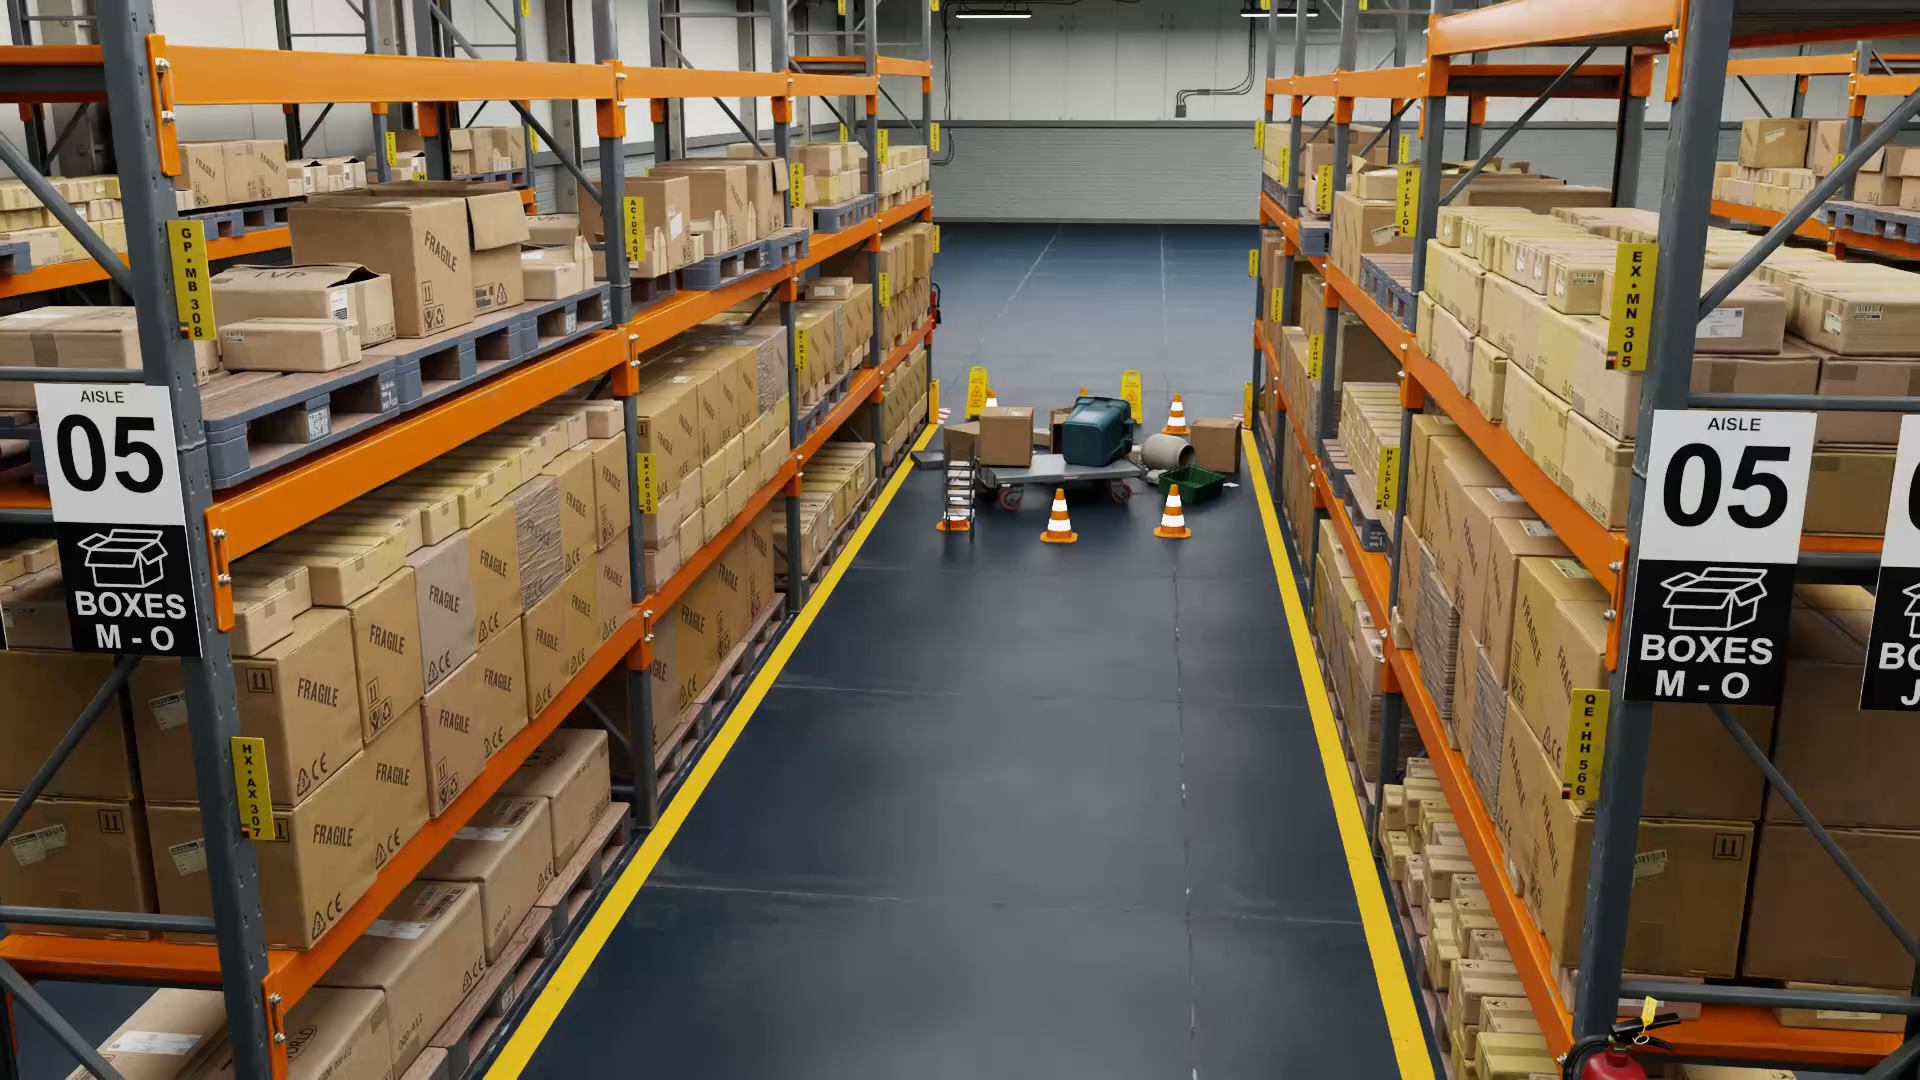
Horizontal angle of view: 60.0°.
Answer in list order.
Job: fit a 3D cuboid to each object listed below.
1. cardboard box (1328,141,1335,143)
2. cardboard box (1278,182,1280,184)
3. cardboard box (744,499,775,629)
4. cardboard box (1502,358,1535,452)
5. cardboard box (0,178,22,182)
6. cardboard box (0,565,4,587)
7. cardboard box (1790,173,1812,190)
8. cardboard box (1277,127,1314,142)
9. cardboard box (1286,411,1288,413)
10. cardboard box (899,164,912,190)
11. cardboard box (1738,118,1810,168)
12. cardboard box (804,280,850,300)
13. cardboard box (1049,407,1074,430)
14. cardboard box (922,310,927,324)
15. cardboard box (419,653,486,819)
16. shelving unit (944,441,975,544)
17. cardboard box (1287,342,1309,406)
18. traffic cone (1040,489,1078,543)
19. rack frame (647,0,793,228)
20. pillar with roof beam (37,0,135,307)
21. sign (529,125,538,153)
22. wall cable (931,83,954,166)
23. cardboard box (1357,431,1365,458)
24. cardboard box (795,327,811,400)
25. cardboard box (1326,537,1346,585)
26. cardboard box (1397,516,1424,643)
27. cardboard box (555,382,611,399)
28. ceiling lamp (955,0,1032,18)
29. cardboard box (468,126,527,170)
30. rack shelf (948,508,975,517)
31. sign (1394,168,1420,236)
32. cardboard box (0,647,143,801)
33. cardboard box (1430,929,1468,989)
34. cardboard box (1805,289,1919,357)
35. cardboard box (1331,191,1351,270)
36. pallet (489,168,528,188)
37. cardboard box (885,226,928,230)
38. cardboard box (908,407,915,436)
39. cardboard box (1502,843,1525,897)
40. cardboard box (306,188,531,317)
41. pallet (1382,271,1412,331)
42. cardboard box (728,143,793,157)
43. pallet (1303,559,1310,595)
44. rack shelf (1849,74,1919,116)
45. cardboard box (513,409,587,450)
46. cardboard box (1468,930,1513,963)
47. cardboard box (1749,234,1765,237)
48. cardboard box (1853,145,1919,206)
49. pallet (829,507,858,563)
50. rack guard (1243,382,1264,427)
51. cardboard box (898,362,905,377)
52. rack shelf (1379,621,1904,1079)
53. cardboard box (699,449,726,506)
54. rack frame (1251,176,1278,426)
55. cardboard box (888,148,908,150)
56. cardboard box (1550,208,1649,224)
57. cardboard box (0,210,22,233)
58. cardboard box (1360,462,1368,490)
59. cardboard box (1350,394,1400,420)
[{"bbox_3d":[4.130,-4.095,17.622,0.500,0.250,0.500,2,15,7],"label":"cardboard box"},{"bbox_3d":[3.436,-3.693,16.901,0.380,0.149,0.250,2,15,6],"label":"cardboard box"},{"bbox_3d":[-1.914,0.105,12.383,0.875,0.875,0.875,2,15,6],"label":"cardboard box"},{"bbox_3d":[2.182,-0.463,5.756,0.500,0.250,0.500,2,15,9],"label":"cardboard box"},{"bbox_3d":[-7.059,-2.600,12.325,0.380,0.149,0.250,2,15,7],"label":"cardboard box"},{"bbox_3d":[-6.747,0.262,11.275,0.380,0.149,0.250,2,15,8],"label":"cardboard box"},{"bbox_3d":[8.363,-3.508,16.254,0.380,0.149,0.250,1,15,5],"label":"cardboard box"},{"bbox_3d":[3.496,-4.207,17.274,0.380,0.149,0.250,2,15,6],"label":"cardboard box"},{"bbox_3d":[3.769,-1.151,17.026,0.875,0.875,0.875,2,15,7],"label":"cardboard box"},{"bbox_3d":[-0.807,-3.952,18.091,0.500,0.250,0.500,2,15,7],"label":"cardboard box"},{"bbox_3d":[8.560,-4.182,17.504,0.500,0.500,0.500,2,15,6],"label":"cardboard box"},{"bbox_3d":[-1.202,-2.263,15.064,0.380,0.149,0.250,1,15,4],"label":"cardboard box"},{"bbox_3d":[1.467,-1.235,18.852,0.797,0.503,0.637,-10,18,-32],"label":"cardboard box"},{"bbox_3d":[-0.598,-2.676,19.883,0.380,0.149,0.250,2,15,6],"label":"cardboard box"},{"bbox_3d":[-2.212,0.752,6.531,0.500,0.500,0.500,2,15,6],"label":"cardboard box"},{"bbox_3d":[-0.001,-0.432,15.125,0.258,0.900,0.210,2,15,6],"label":"shelving unit"},{"bbox_3d":[3.186,-1.472,14.756,0.500,0.500,0.500,2,15,6],"label":"cardboard box"},{"bbox_3d":[0.910,-0.240,15.253,0.336,0.463,0.334,2,15,6],"label":"traffic cone"},{"bbox_3d":[-1.753,-3.791,12.031,1.000,3.000,0.127,2,15,6],"label":"rack frame"},{"bbox_3d":[-3.156,-4.174,13.448,9.100,9.000,0.400,2,15,6],"label":"pillar with roof beam"},{"bbox_3d":[-5.245,-4.933,20.455,0.100,0.325,0.005,2,15,6],"label":"sign"},{"bbox_3d":[-1.725,-12.864,51.533,3.097,2.526,0.112,2,15,6],"label":"wall cable"},{"bbox_3d":[2.810,-0.611,10.871,0.380,0.149,0.250,2,15,6],"label":"cardboard box"},{"bbox_3d":[-1.472,-1.400,13.114,0.500,0.500,0.500,1,15,5],"label":"cardboard box"},{"bbox_3d":[2.801,0.170,11.424,0.500,0.250,0.500,2,15,6],"label":"cardboard box"},{"bbox_3d":[2.419,0.191,8.035,0.500,0.500,0.500,1,15,5],"label":"cardboard box"},{"bbox_3d":[-2.352,-0.646,9.787,0.500,0.500,0.500,2,15,7],"label":"cardboard box"},{"bbox_3d":[0.911,-15.314,43.461,2.000,3.185,0.800,2,15,6],"label":"ceiling lamp"},{"bbox_3d":[-5.591,-4.741,20.101,0.500,0.500,0.500,2,15,8],"label":"cardboard box"},{"bbox_3d":[-0.001,-0.226,15.180,0.258,0.077,0.200,2,15,6],"label":"rack shelf"},{"bbox_3d":[2.174,-1.641,8.081,0.100,0.325,0.005,2,15,6],"label":"sign"},{"bbox_3d":[-2.838,0.517,5.485,0.500,0.500,0.500,2,15,8],"label":"cardboard box"},{"bbox_3d":[2.203,1.776,7.022,0.380,0.149,0.250,2,15,7],"label":"cardboard box"},{"bbox_3d":[2.537,-0.587,4.495,0.380,0.149,0.250,2,15,6],"label":"cardboard box"},{"bbox_3d":[2.848,-2.132,11.448,0.500,0.500,0.500,2,15,6],"label":"cardboard box"},{"bbox_3d":[-5.888,-4.338,19.969,1.003,0.211,1.213,2,15,6],"label":"pallet"},{"bbox_3d":[-0.756,-3.375,19.306,0.700,0.500,0.500,2,15,7],"label":"cardboard box"},{"bbox_3d":[-0.794,-1.358,18.988,0.500,0.250,0.500,1,15,4],"label":"cardboard box"},{"bbox_3d":[2.114,1.132,5.798,0.380,0.149,0.250,2,15,8],"label":"cardboard box"},{"bbox_3d":[-2.325,-1.256,7.207,0.797,0.503,0.637,3,15,11],"label":"cardboard box"},{"bbox_3d":[2.901,-1.252,8.748,1.213,0.211,1.003,2,15,6],"label":"pallet"},{"bbox_3d":[-1.812,-3.483,15.163,0.500,0.250,0.500,1,15,5],"label":"cardboard box"},{"bbox_3d":[3.341,0.368,13.484,1.003,0.211,1.213,2,15,6],"label":"pallet"},{"bbox_3d":[8.319,-3.478,13.016,1.077,0.370,4.000,2,15,6],"label":"rack shelf"},{"bbox_3d":[-2.061,-0.547,8.178,0.380,0.149,0.250,2,15,8],"label":"cardboard box"},{"bbox_3d":[2.277,1.705,6.716,0.380,0.149,0.250,1,15,4],"label":"cardboard box"},{"bbox_3d":[8.600,-3.089,18.249,0.500,0.500,0.500,2,15,6],"label":"cardboard box"},{"bbox_3d":[8.394,-3.222,14.671,0.797,0.503,0.637,1,15,3],"label":"cardboard box"},{"bbox_3d":[-1.523,-0.067,15.094,1.003,0.211,1.213,2,15,6],"label":"pallet"},{"bbox_3d":[4.082,-1.650,20.394,1.175,0.500,0.348,2,15,6],"label":"rack guard"},{"bbox_3d":[-0.810,-1.862,18.174,0.380,0.149,0.250,3,15,9],"label":"cardboard box"},{"bbox_3d":[2.500,1.128,6.710,1.077,0.370,4.000,2,15,6],"label":"rack shelf"},{"bbox_3d":[-1.760,-0.399,10.307,0.500,0.250,0.500,2,15,7],"label":"cardboard box"},{"bbox_3d":[4.079,-2.850,20.045,1.000,3.000,0.127,2,15,6],"label":"rack frame"},{"bbox_3d":[-0.788,-4.325,18.706,0.380,0.149,0.250,2,15,6],"label":"cardboard box"},{"bbox_3d":[2.962,-1.458,7.716,0.380,0.149,0.250,1,15,4],"label":"cardboard box"},{"bbox_3d":[-6.658,-2.176,11.329,0.380,0.149,0.250,2,15,8],"label":"cardboard box"},{"bbox_3d":[2.778,-0.403,10.670,0.380,0.149,0.250,2,15,7],"label":"cardboard box"},{"bbox_3d":[2.872,-0.897,11.357,0.380,0.149,0.250,2,15,6],"label":"cardboard box"}]
